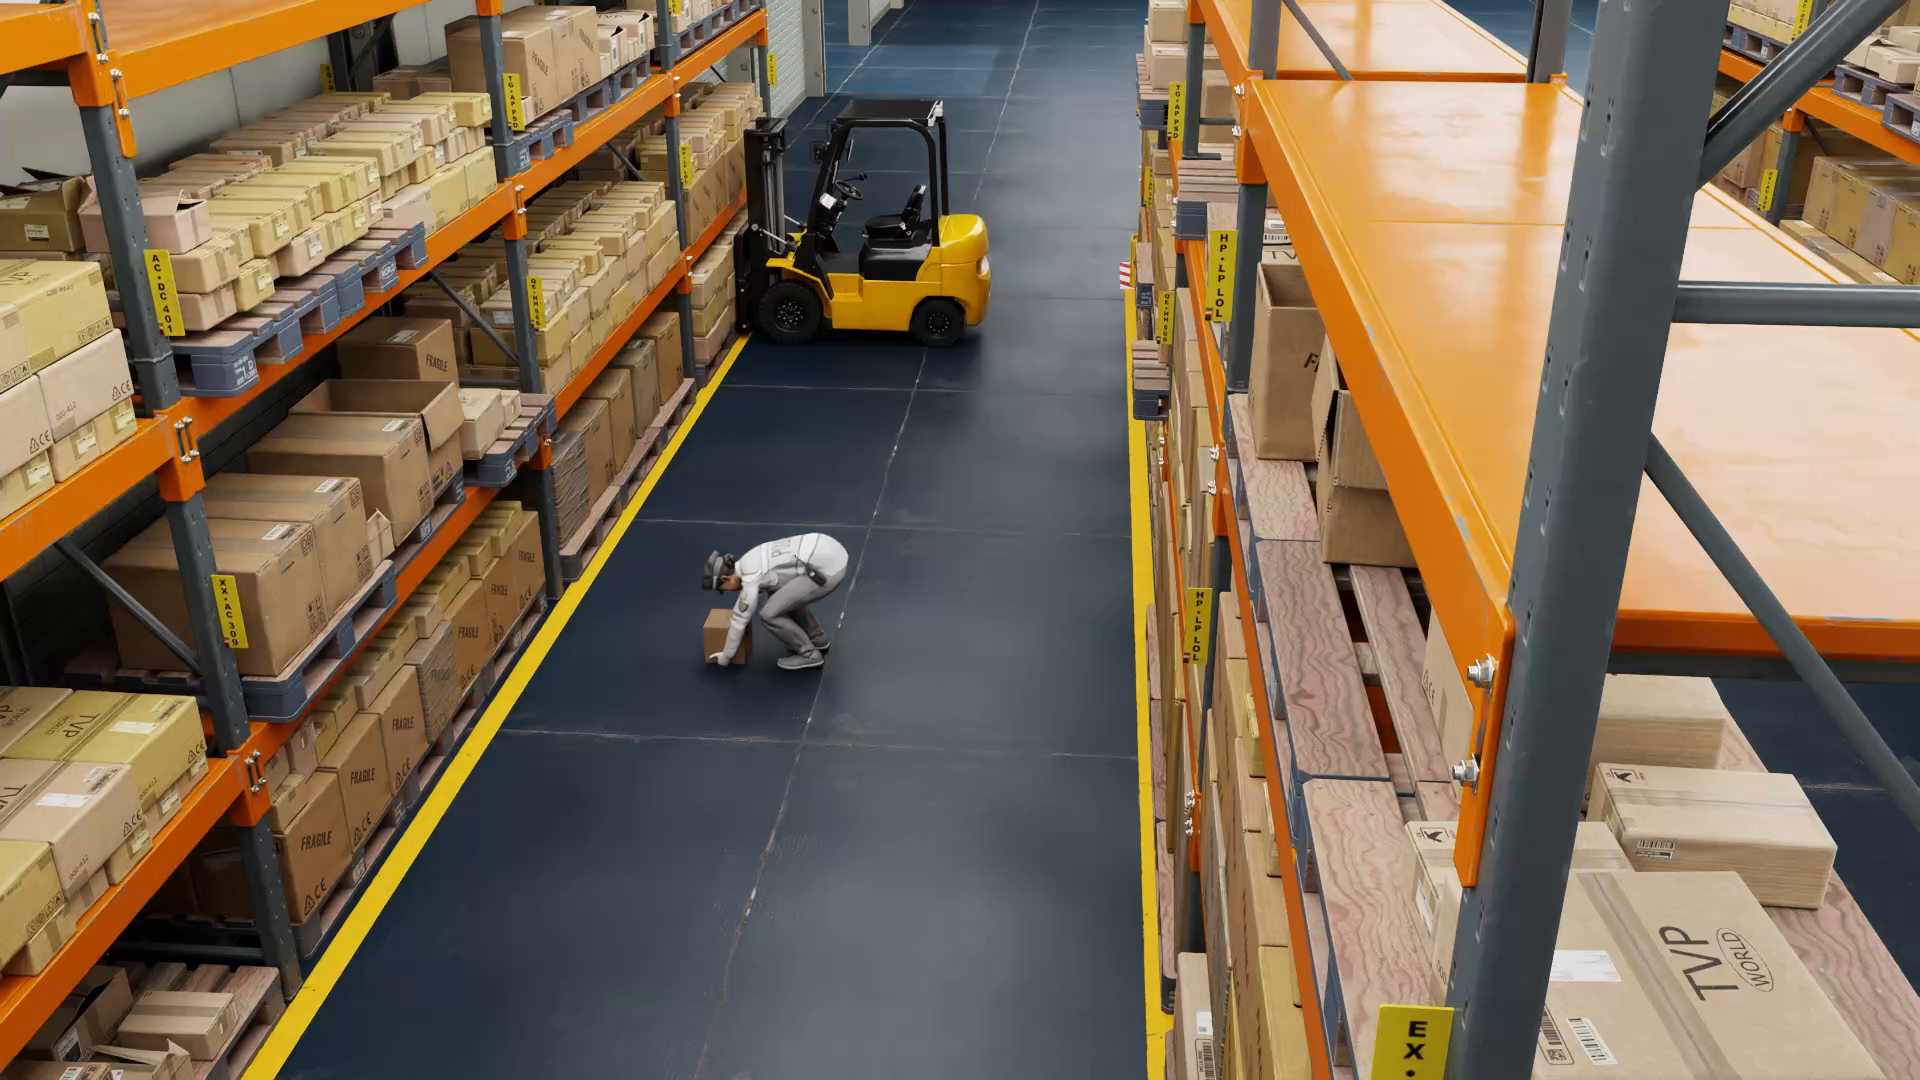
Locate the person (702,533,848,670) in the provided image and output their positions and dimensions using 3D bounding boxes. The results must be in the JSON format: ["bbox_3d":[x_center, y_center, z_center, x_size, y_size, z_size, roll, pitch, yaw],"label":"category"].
[{"bbox_3d":[-1.133,0.375,10.227,0.898,0.823,0.469,1,25,2],"label":"person"}]
